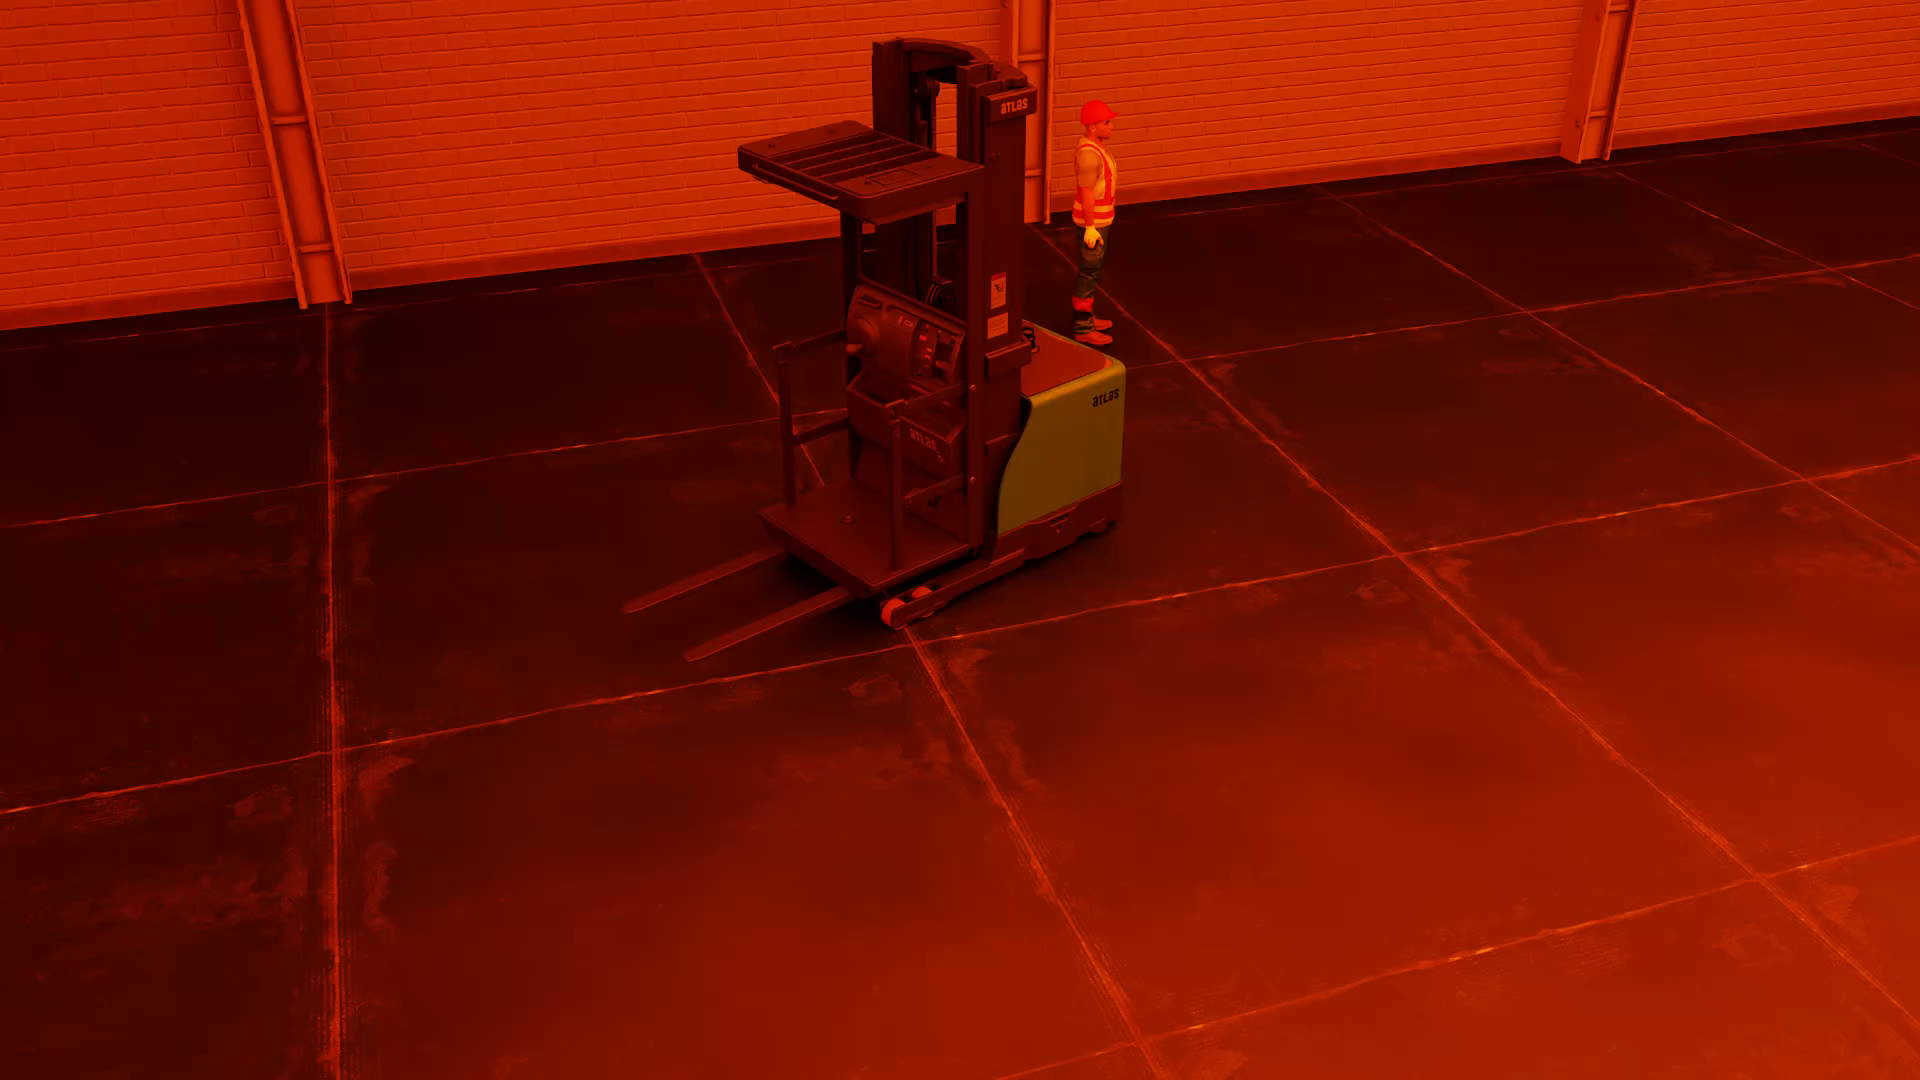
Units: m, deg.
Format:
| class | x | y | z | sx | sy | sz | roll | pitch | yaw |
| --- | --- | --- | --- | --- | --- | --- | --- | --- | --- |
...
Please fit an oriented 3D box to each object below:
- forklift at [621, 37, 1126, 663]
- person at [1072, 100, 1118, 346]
| class | x | y | z | sx | sy | sz | roll | pitch | yaw |
| --- | --- | --- | --- | --- | --- | --- | --- | --- | --- |
| forklift | -0.461 | -1.072 | 8.951 | 3.031 | 2.935 | 1.130 | -23 | 37 | -34 |
| person | 1.007 | -2.362 | 12.336 | 0.352 | 1.795 | 0.552 | 4 | 30 | 7 |
